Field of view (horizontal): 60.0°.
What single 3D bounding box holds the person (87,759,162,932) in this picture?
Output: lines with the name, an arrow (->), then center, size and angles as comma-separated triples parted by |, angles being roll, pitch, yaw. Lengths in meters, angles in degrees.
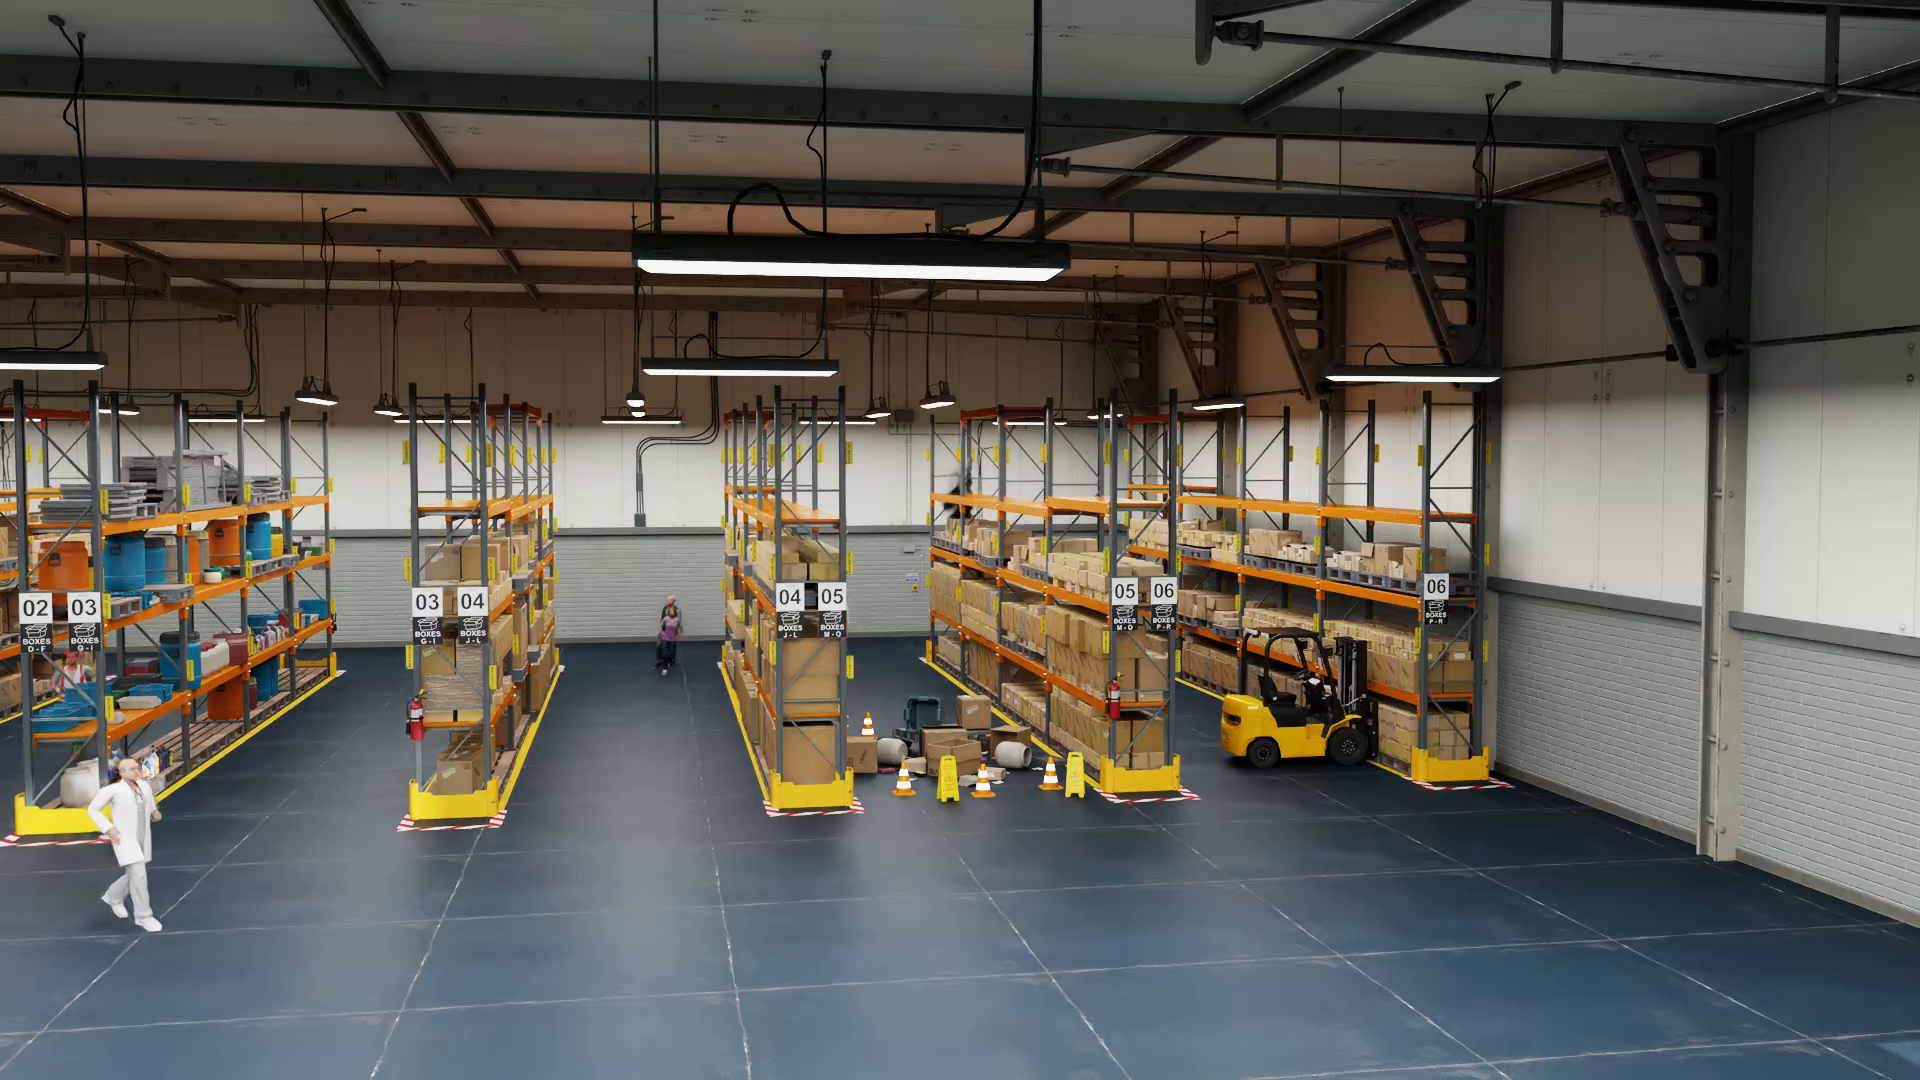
person -> -8.823, 3.210, 17.652 | 0.921, 1.794, 0.705 | 1, 3, 20

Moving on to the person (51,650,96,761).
person -> -14.689, 2.695, 27.534 | 0.633, 1.799, 0.987 | -1, 3, -18

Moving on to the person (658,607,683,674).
person -> -6.631, 2.307, 38.126 | 0.558, 1.551, 0.572 | 0, 3, -7

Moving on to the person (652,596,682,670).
person -> -6.806, 2.180, 39.172 | 0.685, 1.757, 0.733 | 1, 3, 20
